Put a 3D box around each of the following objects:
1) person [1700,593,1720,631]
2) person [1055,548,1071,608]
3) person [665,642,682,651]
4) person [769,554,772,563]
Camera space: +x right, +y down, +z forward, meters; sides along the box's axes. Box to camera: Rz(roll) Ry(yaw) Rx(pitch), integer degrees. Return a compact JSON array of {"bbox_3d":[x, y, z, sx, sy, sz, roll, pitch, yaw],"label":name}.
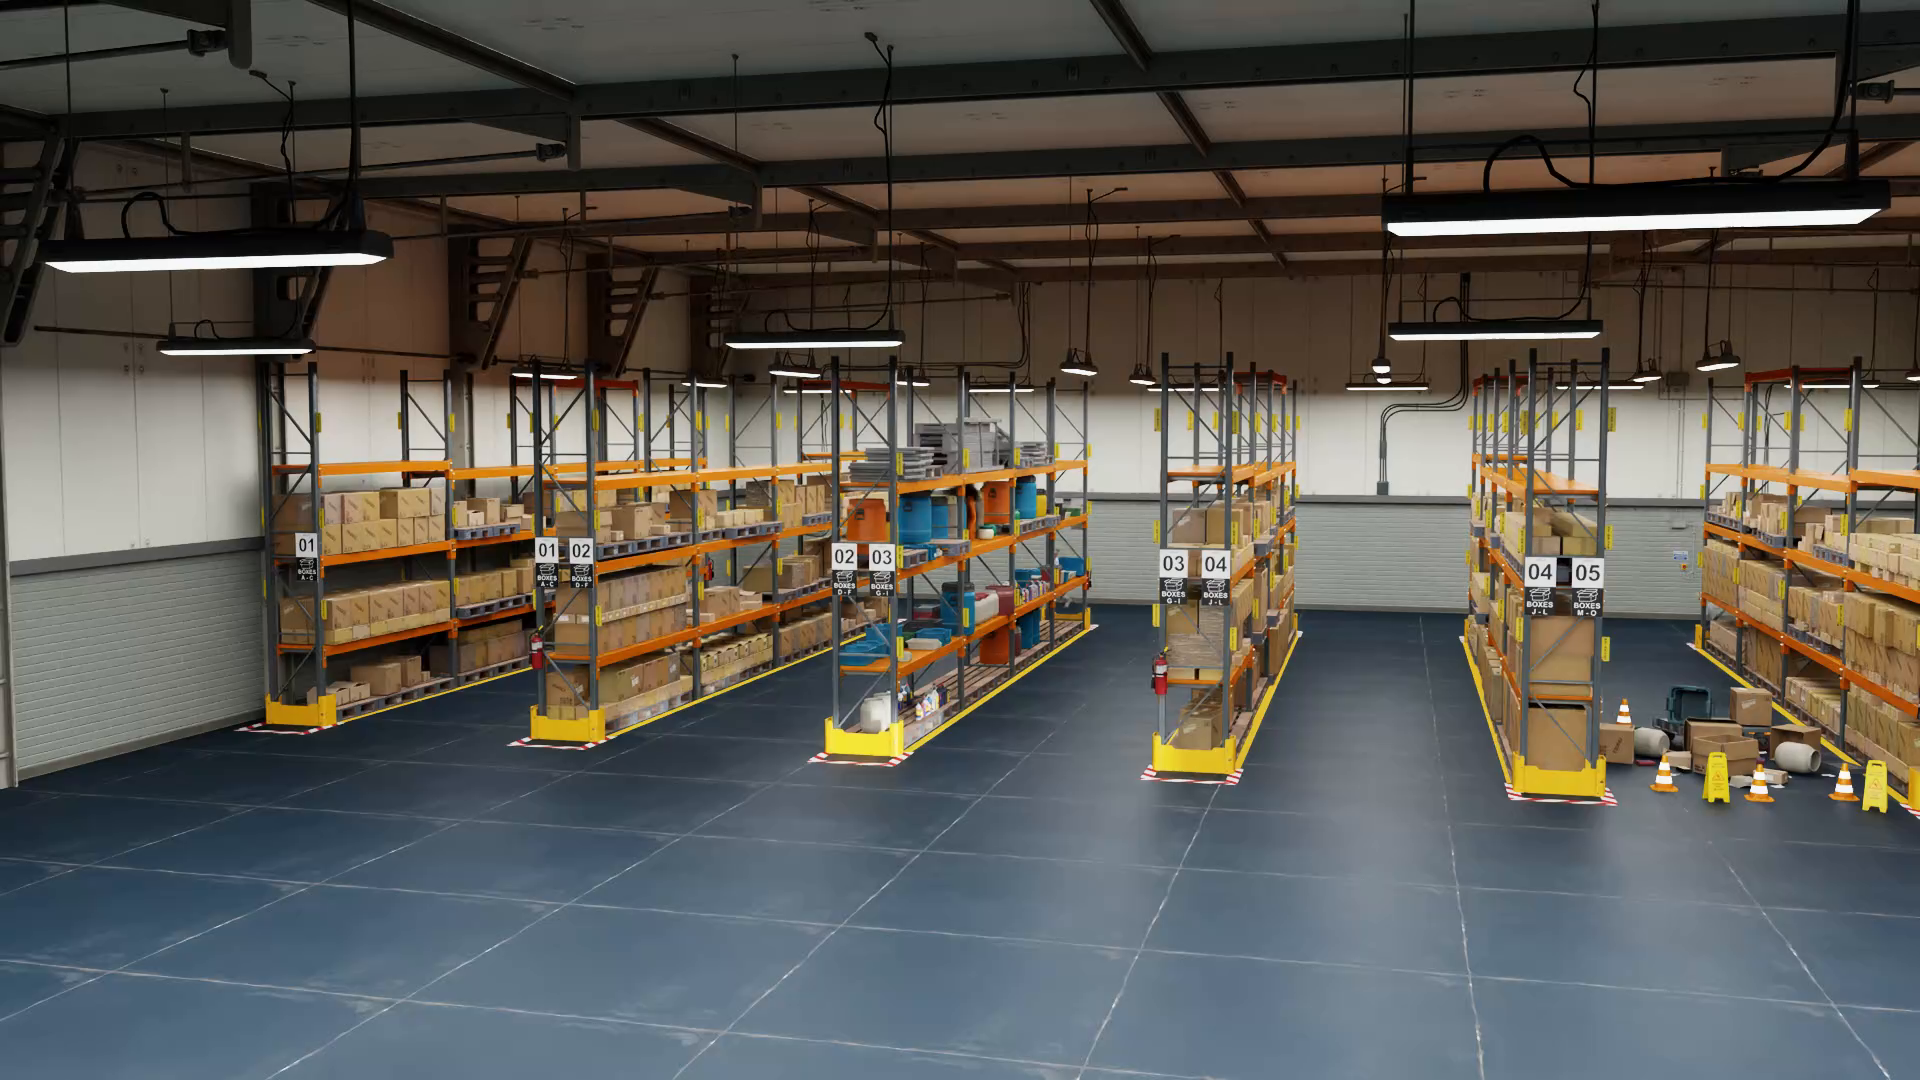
[{"bbox_3d":[18.223,1.294,40.273,0.542,1.818,0.545,-1,4,-10],"label":"person"},{"bbox_3d":[2.557,1.041,44.422,0.802,1.665,0.474,-3,5,-38],"label":"person"},{"bbox_3d":[-6.369,1.554,36.570,0.726,1.727,1.128,0,4,7],"label":"person"},{"bbox_3d":[-4.898,1.132,43.768,0.553,1.610,0.507,1,4,14],"label":"person"}]
